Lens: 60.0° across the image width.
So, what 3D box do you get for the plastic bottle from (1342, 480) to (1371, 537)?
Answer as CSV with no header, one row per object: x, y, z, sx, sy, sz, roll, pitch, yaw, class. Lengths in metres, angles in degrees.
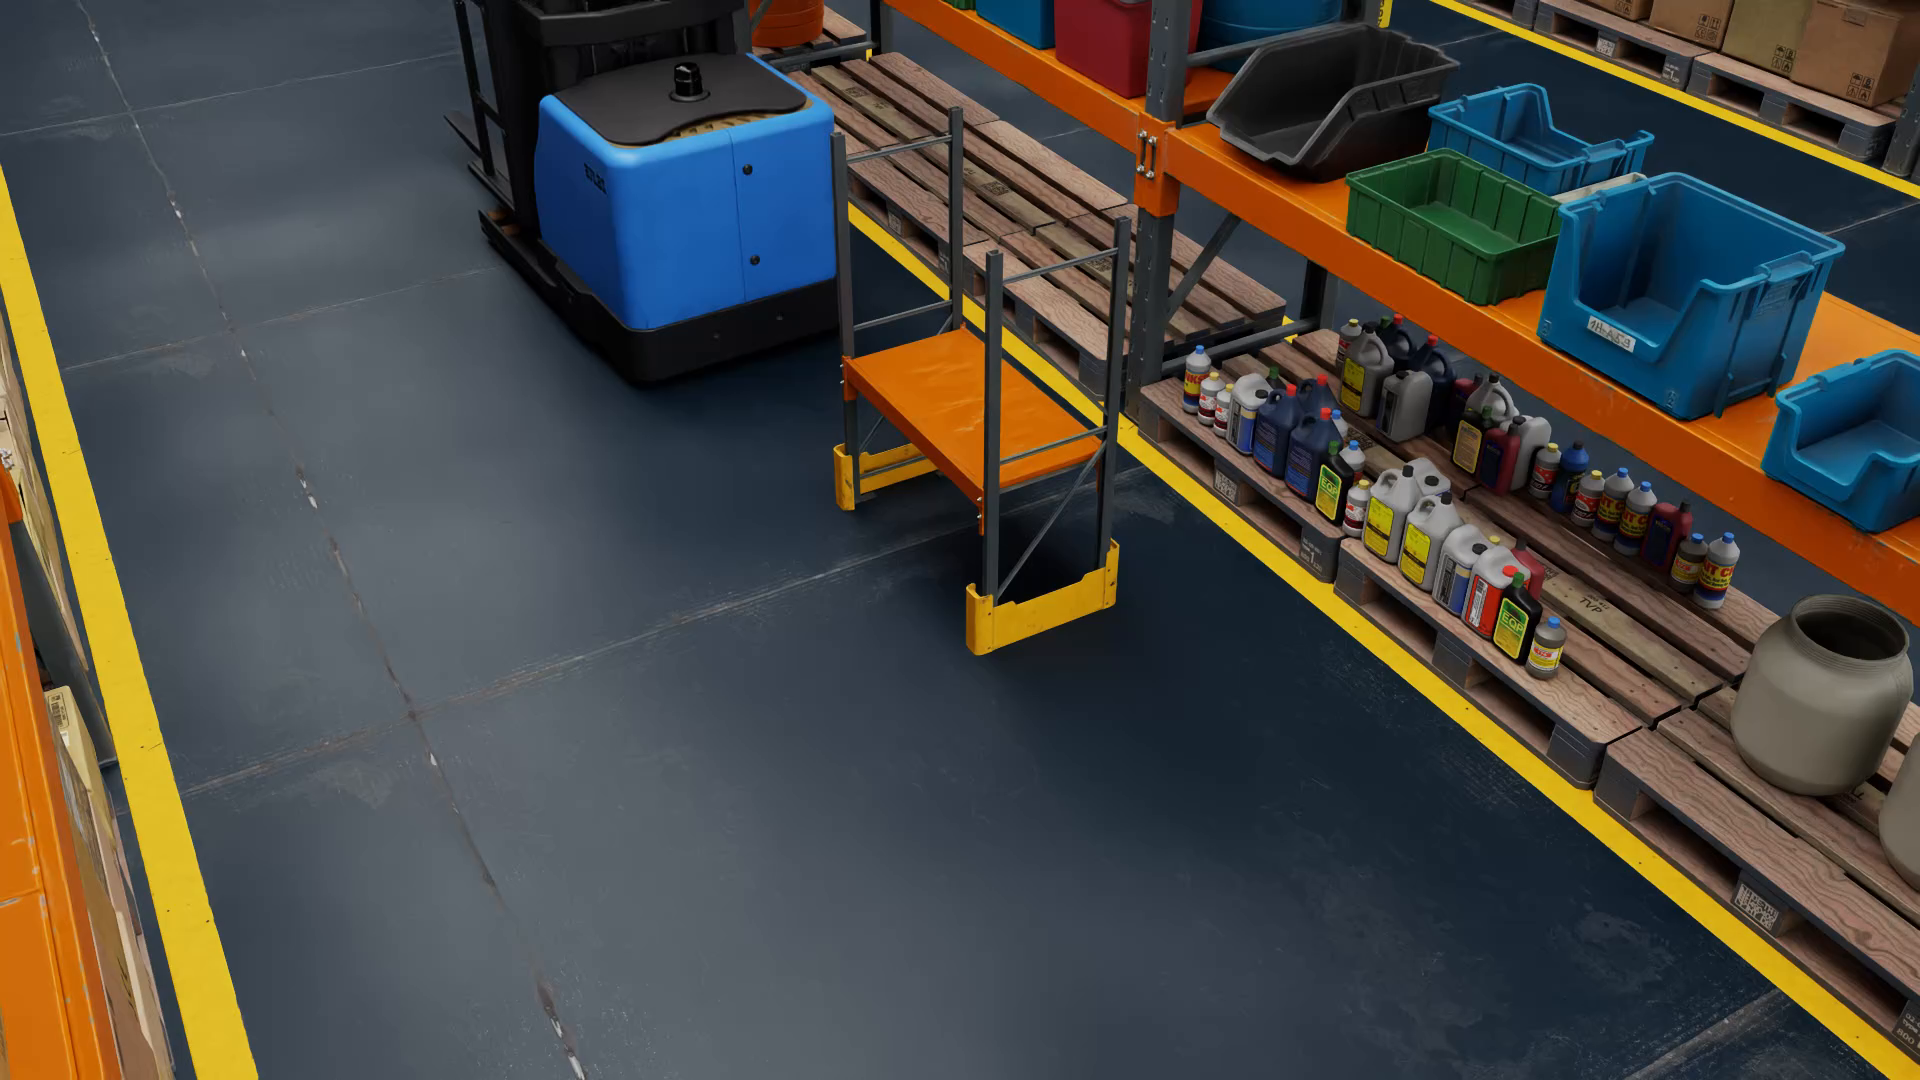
1.412,-0.119,5.870,0.097,0.201,0.097,0,36,0,plastic bottle

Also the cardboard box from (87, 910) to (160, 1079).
-1.955,1.185,3.424,0.500,0.500,0.500,-19,40,-24,cardboard box

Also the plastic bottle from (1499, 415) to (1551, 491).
2.058,-0.342,6.112,0.152,0.276,0.135,-18,40,-23,plastic bottle

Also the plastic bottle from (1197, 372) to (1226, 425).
0.980,-0.557,6.470,0.097,0.201,0.097,0,36,0,plastic bottle

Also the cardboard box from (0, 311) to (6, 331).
-4.409,-1.029,7.091,0.500,0.250,0.500,-19,40,-24,cardboard box

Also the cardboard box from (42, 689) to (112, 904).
-2.473,0.680,4.115,0.500,0.500,0.500,-19,40,-24,cardboard box

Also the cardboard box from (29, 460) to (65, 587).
-3.381,0.012,5.665,0.500,0.250,0.500,-18,40,-23,cardboard box

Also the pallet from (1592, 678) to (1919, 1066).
2.675,0.871,4.878,1.003,0.211,1.213,-19,40,-24,pallet

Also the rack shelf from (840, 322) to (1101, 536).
0.043,-0.417,5.854,0.538,0.185,1.000,-19,40,-24,rack shelf

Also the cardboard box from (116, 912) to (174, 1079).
-2.208,1.233,3.994,0.500,0.250,0.500,-19,40,-24,cardboard box

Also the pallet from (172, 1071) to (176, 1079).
-2.156,1.779,3.636,1.003,0.211,1.213,-19,40,-24,pallet

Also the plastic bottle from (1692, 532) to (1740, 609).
2.516,0.093,5.520,0.097,0.271,0.097,0,36,0,plastic bottle

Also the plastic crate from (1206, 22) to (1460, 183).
1.301,-1.524,5.846,0.767,0.338,0.504,-19,40,-24,plastic crate

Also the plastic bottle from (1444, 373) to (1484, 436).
1.935,-0.523,6.353,0.061,0.283,0.133,-16,39,-21,plastic bottle

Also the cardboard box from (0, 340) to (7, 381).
-3.902,-0.742,6.222,0.500,0.311,0.500,-18,40,-23,cardboard box

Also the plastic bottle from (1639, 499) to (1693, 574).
2.418,-0.033,5.682,0.061,0.283,0.133,-18,40,-23,plastic bottle

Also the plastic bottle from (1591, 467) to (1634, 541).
2.294,-0.133,5.829,0.097,0.271,0.097,0,36,0,plastic bottle

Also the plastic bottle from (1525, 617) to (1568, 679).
1.856,0.332,5.252,0.097,0.201,0.097,0,36,0,plastic bottle

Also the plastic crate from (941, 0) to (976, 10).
0.029,-2.573,7.409,0.450,0.188,0.662,-19,40,-24,plastic crate

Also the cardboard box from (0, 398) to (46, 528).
-3.376,-0.215,5.501,0.500,0.311,0.500,-19,40,-24,cardboard box

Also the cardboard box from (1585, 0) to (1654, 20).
4.356,-3.628,10.420,0.700,0.500,0.500,-16,39,-20,cardboard box

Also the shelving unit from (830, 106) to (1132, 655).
0.038,-0.567,5.754,0.587,1.500,1.083,-19,40,-24,shelving unit

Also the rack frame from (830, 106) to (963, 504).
-0.213,-0.821,6.103,0.500,1.500,0.032,-19,40,-24,rack frame

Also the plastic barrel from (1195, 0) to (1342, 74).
1.216,-2.343,6.490,0.600,0.901,0.708,-19,40,-24,plastic barrel

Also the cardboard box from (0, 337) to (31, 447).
-3.898,-0.511,6.381,0.500,0.250,0.500,-18,40,-23,cardboard box

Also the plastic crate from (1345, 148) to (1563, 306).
1.586,-0.993,5.245,0.450,0.188,0.662,-19,40,-24,plastic crate

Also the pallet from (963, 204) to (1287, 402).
0.720,-1.117,7.600,1.003,0.211,1.213,-19,40,-24,pallet

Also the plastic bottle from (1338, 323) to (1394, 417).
1.596,-0.676,6.506,0.144,0.351,0.185,-19,40,-24,plastic bottle

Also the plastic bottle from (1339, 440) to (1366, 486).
1.396,-0.235,5.969,0.097,0.271,0.097,0,36,0,plastic bottle

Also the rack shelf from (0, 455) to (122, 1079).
-2.132,0.922,3.054,1.077,0.370,4.000,-19,40,-24,rack shelf

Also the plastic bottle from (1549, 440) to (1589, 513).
2.192,-0.236,5.970,0.097,0.271,0.097,0,36,0,plastic bottle

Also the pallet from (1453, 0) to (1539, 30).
3.812,-3.837,11.324,1.003,0.211,1.213,-19,40,-24,pallet

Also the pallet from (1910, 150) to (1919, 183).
5.799,-1.864,8.623,1.003,0.211,1.213,-19,40,-24,pallet

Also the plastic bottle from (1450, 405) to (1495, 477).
1.904,-0.386,6.165,0.061,0.283,0.133,-19,40,-24,plastic bottle

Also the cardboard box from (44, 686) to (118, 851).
-2.715,0.724,4.690,0.500,0.250,0.500,-19,40,-24,cardboard box

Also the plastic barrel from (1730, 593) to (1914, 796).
2.509,0.452,4.841,0.421,0.512,0.421,0,36,0,plastic barrel

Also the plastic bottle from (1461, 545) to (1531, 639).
1.753,0.165,5.417,0.152,0.276,0.135,-19,40,-24,plastic bottle

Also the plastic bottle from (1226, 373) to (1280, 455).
1.115,-0.483,6.304,0.152,0.276,0.135,-17,40,-22,plastic bottle

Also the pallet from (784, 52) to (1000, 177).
-0.506,-2.361,9.304,1.003,0.211,1.213,-19,40,-24,pallet

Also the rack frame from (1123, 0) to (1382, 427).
1.148,-1.854,6.245,1.000,3.000,0.127,-19,40,-24,rack frame

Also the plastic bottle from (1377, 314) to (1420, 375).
1.721,-0.719,6.564,0.144,0.351,0.185,-20,41,-25,plastic bottle

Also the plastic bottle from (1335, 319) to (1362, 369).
1.600,-0.809,6.814,0.097,0.201,0.097,0,36,0,plastic bottle

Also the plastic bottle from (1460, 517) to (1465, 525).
1.679,-0.017,5.730,0.097,0.201,0.097,0,36,0,plastic bottle

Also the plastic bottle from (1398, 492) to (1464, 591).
1.597,-0.019,5.606,0.144,0.351,0.185,-17,40,-22,plastic bottle

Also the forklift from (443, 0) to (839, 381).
-1.723,-2.695,7.454,1.130,2.935,3.031,-21,41,-26,forklift

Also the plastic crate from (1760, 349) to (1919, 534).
2.326,-0.254,4.180,0.499,0.251,0.408,-19,40,-24,plastic crate

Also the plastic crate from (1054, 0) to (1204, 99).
0.640,-2.036,6.440,0.402,0.464,0.583,-19,40,-24,plastic crate

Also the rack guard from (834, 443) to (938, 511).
-0.212,-0.316,6.471,0.587,0.250,0.087,-19,40,-24,rack guard

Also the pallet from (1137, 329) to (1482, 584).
1.450,-0.373,6.582,1.003,0.211,1.213,-19,40,-24,pallet

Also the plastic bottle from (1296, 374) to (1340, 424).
1.320,-0.470,6.223,0.144,0.351,0.185,-19,40,-24,plastic bottle

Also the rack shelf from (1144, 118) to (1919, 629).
2.153,-0.544,5.061,1.077,0.370,4.000,-19,40,-24,rack shelf

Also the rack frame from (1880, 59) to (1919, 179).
5.431,-3.322,8.255,1.000,3.000,0.127,-19,40,-24,rack frame

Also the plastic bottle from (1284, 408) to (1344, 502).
1.290,-0.331,6.033,0.144,0.351,0.185,-21,41,-26,plastic bottle

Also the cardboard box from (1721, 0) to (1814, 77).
4.918,-3.058,9.640,0.700,0.500,0.500,-19,40,-24,cardboard box
